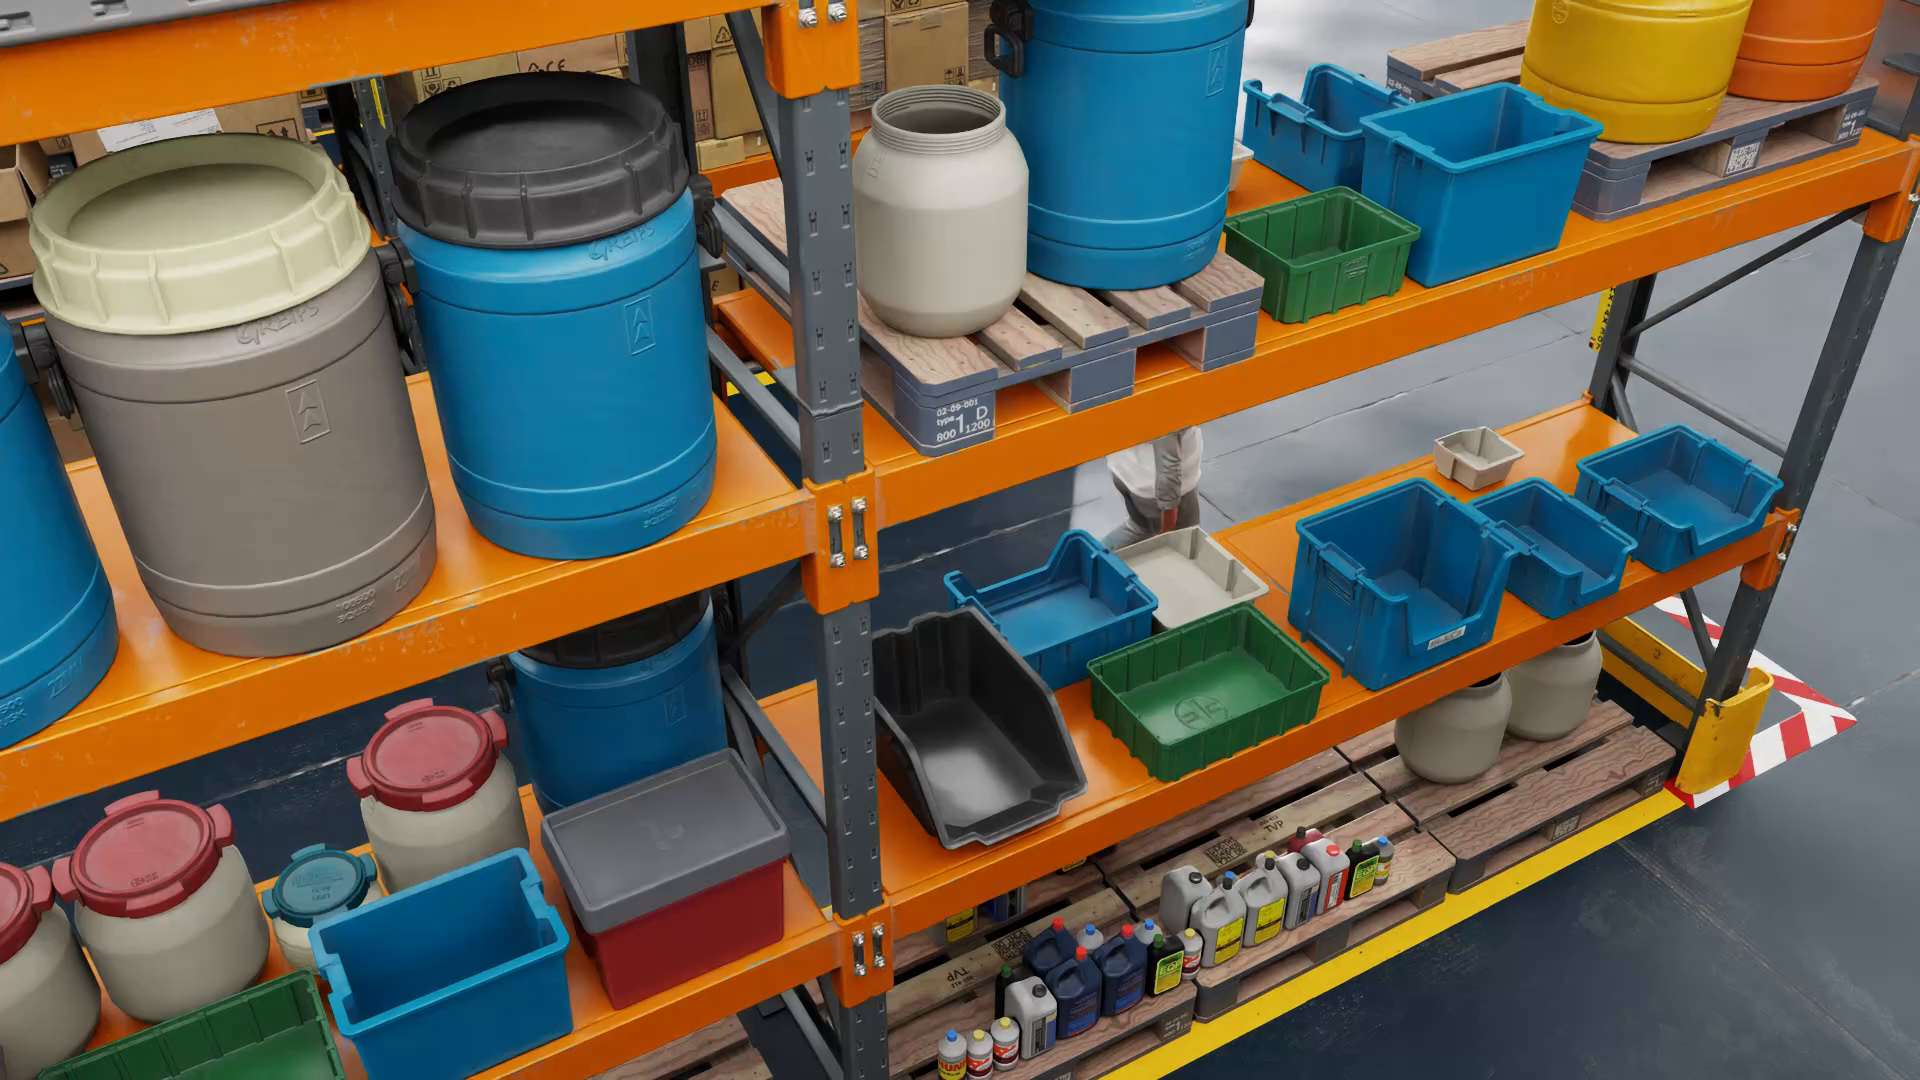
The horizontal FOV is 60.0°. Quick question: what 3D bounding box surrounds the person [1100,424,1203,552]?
[{"bbox_3d":[0.885,-0.301,7.288,0.703,1.762,0.565,-16,39,-20],"label":"person"}]
